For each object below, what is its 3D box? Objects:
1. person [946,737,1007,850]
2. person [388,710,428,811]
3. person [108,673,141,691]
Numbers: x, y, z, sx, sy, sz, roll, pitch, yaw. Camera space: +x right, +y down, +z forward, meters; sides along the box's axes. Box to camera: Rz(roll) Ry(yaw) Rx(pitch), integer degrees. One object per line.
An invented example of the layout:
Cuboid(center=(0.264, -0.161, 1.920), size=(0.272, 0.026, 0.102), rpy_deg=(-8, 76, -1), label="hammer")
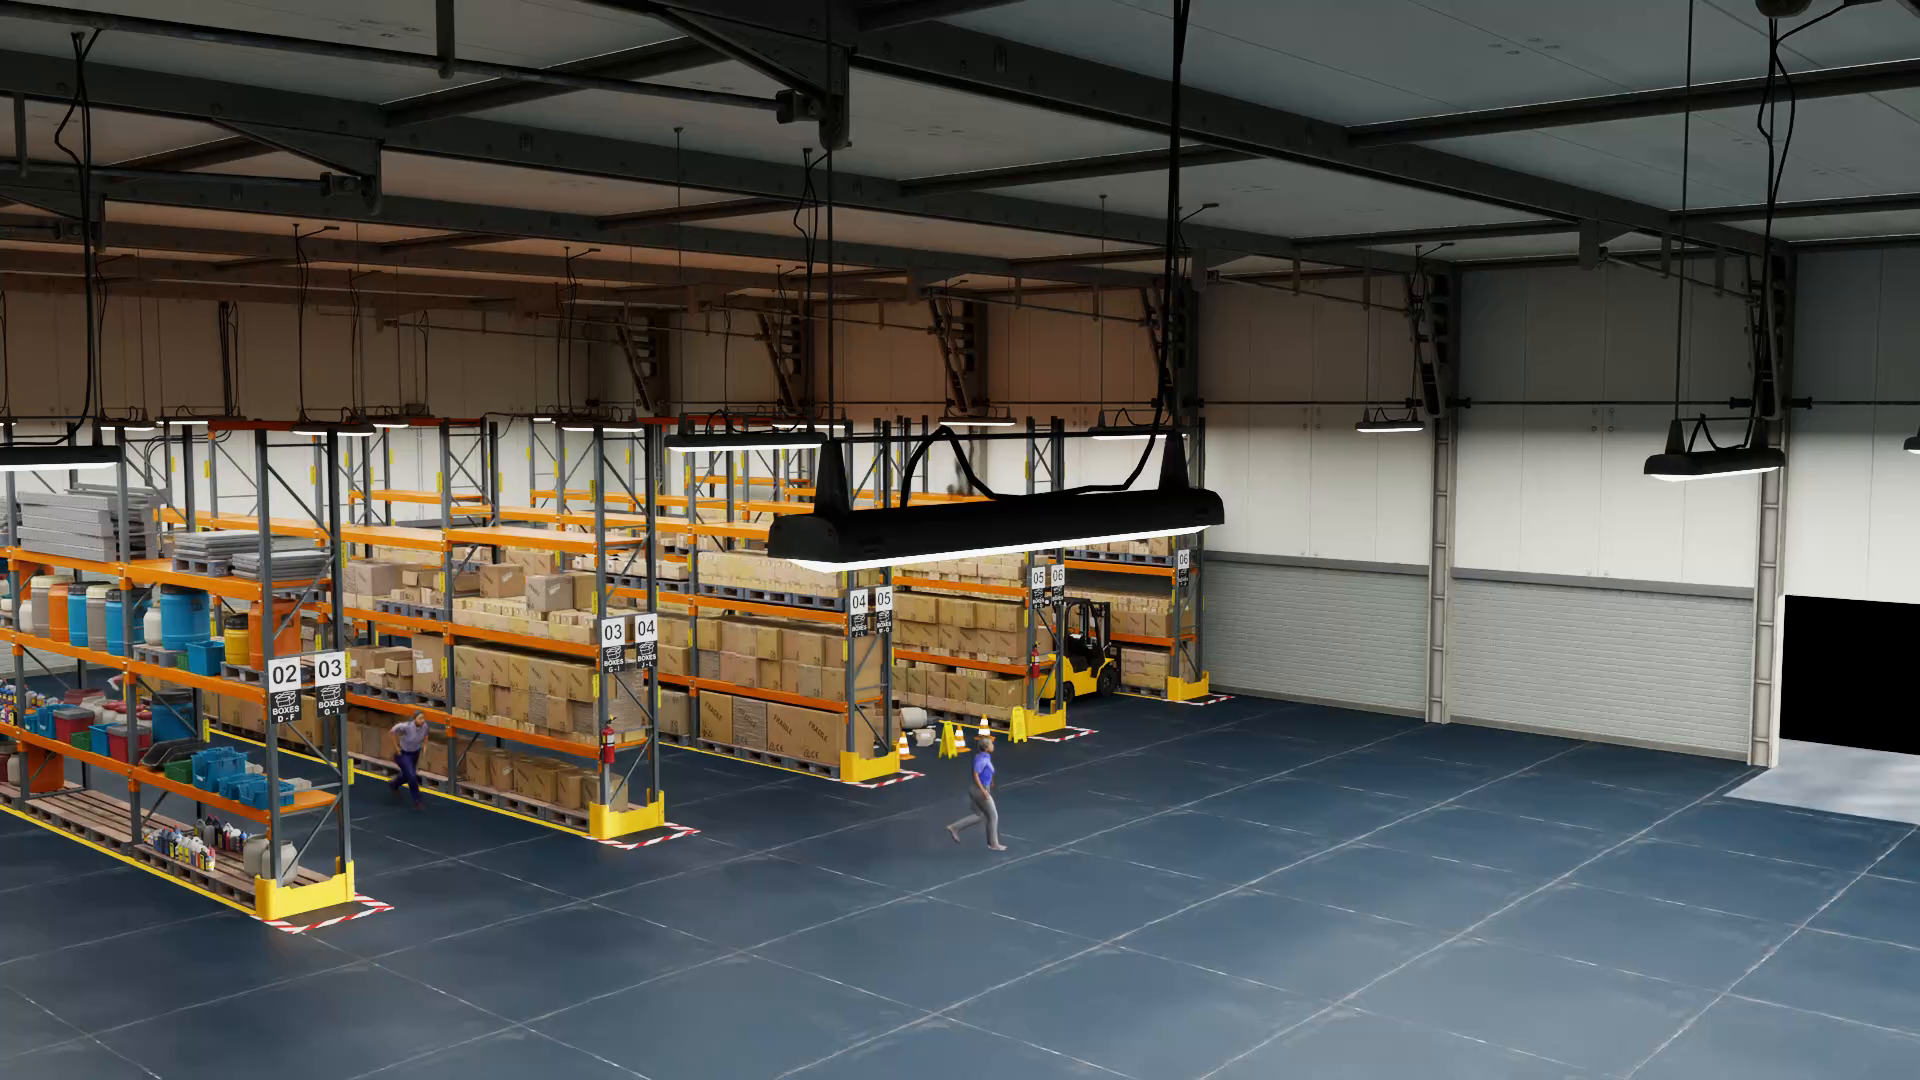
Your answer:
Cuboid(center=(0.256, 3.587, 23.380), size=(0.855, 1.647, 0.599), rpy_deg=(-1, 5, -11), label="person")
Cuboid(center=(-8.665, 3.415, 25.998), size=(0.938, 1.612, 0.642), rpy_deg=(4, 6, 39), label="person")
Cuboid(center=(-17.947, 2.562, 35.753), size=(0.707, 1.652, 0.589), rpy_deg=(-3, 6, -33), label="person")
